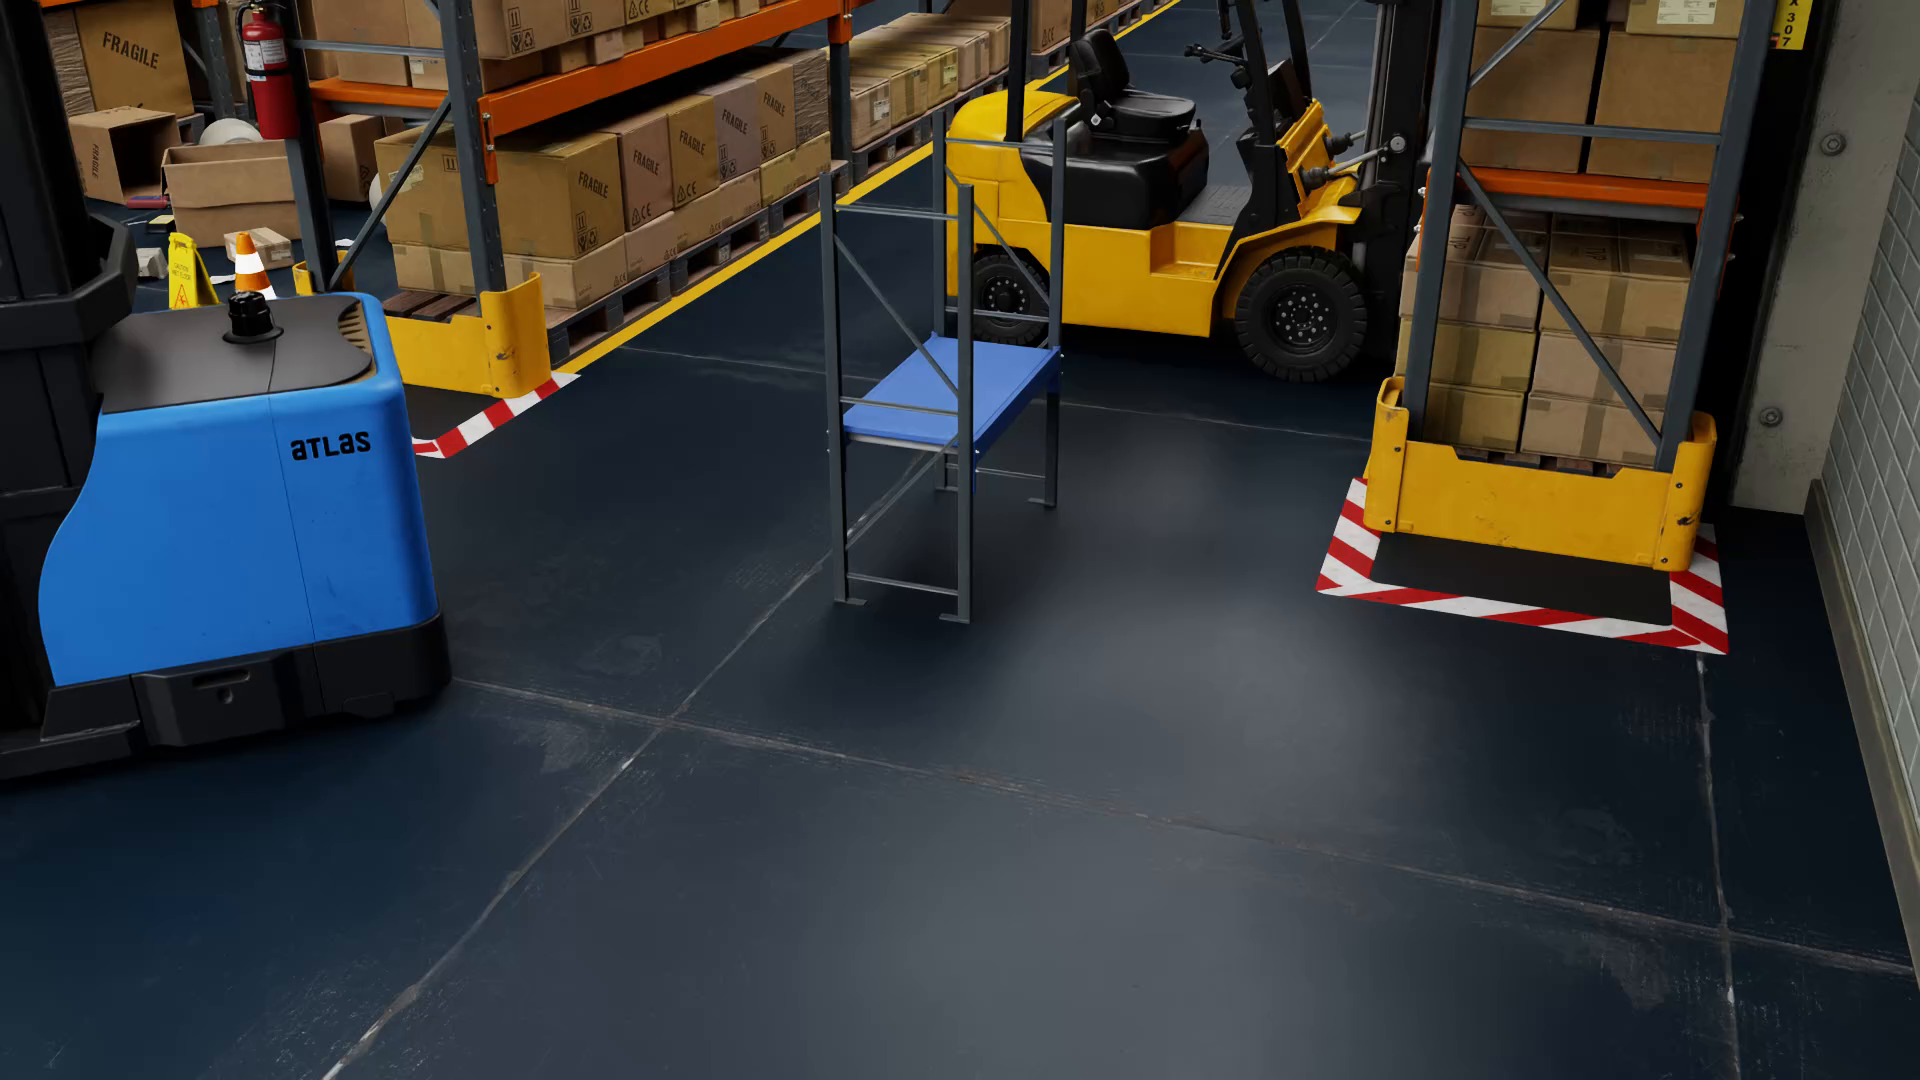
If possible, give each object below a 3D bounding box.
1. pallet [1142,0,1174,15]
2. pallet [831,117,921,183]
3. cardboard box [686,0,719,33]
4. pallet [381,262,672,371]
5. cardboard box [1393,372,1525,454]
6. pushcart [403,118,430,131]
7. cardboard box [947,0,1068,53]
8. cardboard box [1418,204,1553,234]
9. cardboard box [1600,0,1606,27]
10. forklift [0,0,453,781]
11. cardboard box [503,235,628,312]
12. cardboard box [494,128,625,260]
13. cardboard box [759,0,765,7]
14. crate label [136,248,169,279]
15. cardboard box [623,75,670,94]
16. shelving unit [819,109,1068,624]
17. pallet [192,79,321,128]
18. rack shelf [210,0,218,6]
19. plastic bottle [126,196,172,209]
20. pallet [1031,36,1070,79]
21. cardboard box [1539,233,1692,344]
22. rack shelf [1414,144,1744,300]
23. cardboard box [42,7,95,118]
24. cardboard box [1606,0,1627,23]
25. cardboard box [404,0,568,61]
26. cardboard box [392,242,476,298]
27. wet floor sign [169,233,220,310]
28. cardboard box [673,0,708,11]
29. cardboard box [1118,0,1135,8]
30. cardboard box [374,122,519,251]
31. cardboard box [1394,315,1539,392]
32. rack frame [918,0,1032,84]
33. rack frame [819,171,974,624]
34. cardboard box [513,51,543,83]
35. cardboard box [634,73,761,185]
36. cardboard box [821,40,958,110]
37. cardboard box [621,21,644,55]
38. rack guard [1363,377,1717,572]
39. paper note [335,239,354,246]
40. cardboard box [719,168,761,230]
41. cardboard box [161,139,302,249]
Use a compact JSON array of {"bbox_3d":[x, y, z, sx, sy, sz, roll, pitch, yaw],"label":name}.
[{"bbox_3d":[1.784,-6.087,18.580,1.003,0.211,1.213,9,27,17],"label":"pallet"},{"bbox_3d":[-0.947,-2.819,11.829,1.003,0.211,1.213,9,27,17],"label":"pallet"},{"bbox_3d":[-1.524,-2.834,8.950,0.380,0.149,0.250,9,27,18],"label":"cardboard box"},{"bbox_3d":[-2.207,-1.215,8.517,1.003,0.211,1.213,9,27,17],"label":"pallet"},{"bbox_3d":[2.005,-0.582,6.683,0.500,0.250,0.500,9,27,18],"label":"cardboard box"},{"bbox_3d":[-3.371,-2.883,11.772,1.648,0.377,0.936,0,26,-1],"label":"pushcart"},{"bbox_3d":[0.435,-4.902,14.888,0.875,0.875,0.875,8,27,17],"label":"cardboard box"},{"bbox_3d":[2.170,-1.238,6.891,0.500,0.250,0.500,9,27,18],"label":"cardboard box"},{"bbox_3d":[2.889,-2.025,6.875,0.500,0.500,0.500,8,27,17],"label":"cardboard box"},{"bbox_3d":[-3.154,-0.760,4.456,3.031,2.935,1.130,-10,27,-19],"label":"forklift"},{"bbox_3d":[-2.006,-1.353,8.275,0.500,0.250,0.500,9,27,17],"label":"cardboard box"},{"bbox_3d":[-1.999,-1.700,8.132,0.500,0.500,0.500,8,27,16],"label":"cardboard box"},{"bbox_3d":[-1.357,-3.165,9.632,0.380,0.149,0.250,8,27,17],"label":"cardboard box"},{"bbox_3d":[-4.566,-1.538,9.270,0.250,0.136,0.298,-5,26,-9],"label":"crate label"},{"bbox_3d":[-1.997,-2.405,9.587,0.500,0.500,0.500,10,28,20],"label":"cardboard box"},{"bbox_3d":[-0.028,-0.640,5.851,0.538,1.500,1.048,9,27,17],"label":"shelving unit"},{"bbox_3d":[-5.720,-3.503,13.242,1.003,0.211,1.213,9,27,17],"label":"pallet"},{"bbox_3d":[-5.241,-4.928,13.812,1.077,0.370,4.000,9,27,17],"label":"rack shelf"},{"bbox_3d":[-5.163,-2.161,10.643,0.283,0.061,0.133,0,26,-1],"label":"plastic bottle"},{"bbox_3d":[0.460,-4.455,15.210,1.003,0.211,1.213,9,27,17],"label":"pallet"},{"bbox_3d":[2.485,-0.963,6.323,0.500,0.250,0.500,8,27,17],"label":"cardboard box"},{"bbox_3d":[2.812,-1.890,7.536,1.077,0.370,4.000,9,27,17],"label":"rack shelf"},{"bbox_3d":[-6.478,-3.043,11.050,0.875,0.875,0.875,9,27,18],"label":"cardboard box"},{"bbox_3d":[2.526,-1.941,5.958,0.380,0.149,0.250,9,27,17],"label":"cardboard box"},{"bbox_3d":[-2.117,-2.443,7.398,0.500,0.500,0.500,8,27,17],"label":"cardboard box"},{"bbox_3d":[-2.512,-1.442,8.460,0.500,0.250,0.500,9,27,17],"label":"cardboard box"},{"bbox_3d":[-3.608,-1.127,7.838,0.267,0.644,0.232,20,32,35],"label":"wet floor sign"},{"bbox_3d":[-1.617,-3.076,8.705,0.500,0.500,0.500,8,27,16],"label":"cardboard box"},{"bbox_3d":[1.327,-6.008,17.172,0.875,0.875,0.875,10,27,19],"label":"cardboard box"},{"bbox_3d":[-2.515,-1.766,8.268,0.500,0.500,0.500,9,27,18],"label":"cardboard box"},{"bbox_3d":[2.014,-0.813,6.587,0.500,0.250,0.500,8,27,17],"label":"cardboard box"},{"bbox_3d":[0.126,-5.397,13.956,1.000,3.000,0.127,9,27,17],"label":"rack frame"},{"bbox_3d":[-0.198,-0.431,5.419,0.500,1.500,0.032,9,27,17],"label":"rack frame"},{"bbox_3d":[-2.157,-2.212,7.665,0.380,0.149,0.250,9,27,18],"label":"cardboard box"},{"bbox_3d":[-1.485,-2.341,9.457,0.500,0.500,0.500,10,28,20],"label":"cardboard box"},{"bbox_3d":[-0.567,-3.558,12.689,0.950,0.372,0.625,10,27,19],"label":"cardboard box"},{"bbox_3d":[-1.810,-2.518,8.297,0.380,0.149,0.250,9,27,19],"label":"cardboard box"},{"bbox_3d":[2.138,-0.257,6.206,1.175,0.500,0.348,9,27,17],"label":"rack guard"},{"bbox_3d":[-3.674,-1.773,9.890,0.148,0.019,0.142,20,32,35],"label":"paper note"},{"bbox_3d":[-1.489,-1.995,9.601,0.500,0.250,0.500,9,27,18],"label":"cardboard box"},{"bbox_3d":[-4.339,-2.075,9.959,0.797,0.503,0.637,-9,27,-18],"label":"cardboard box"}]
